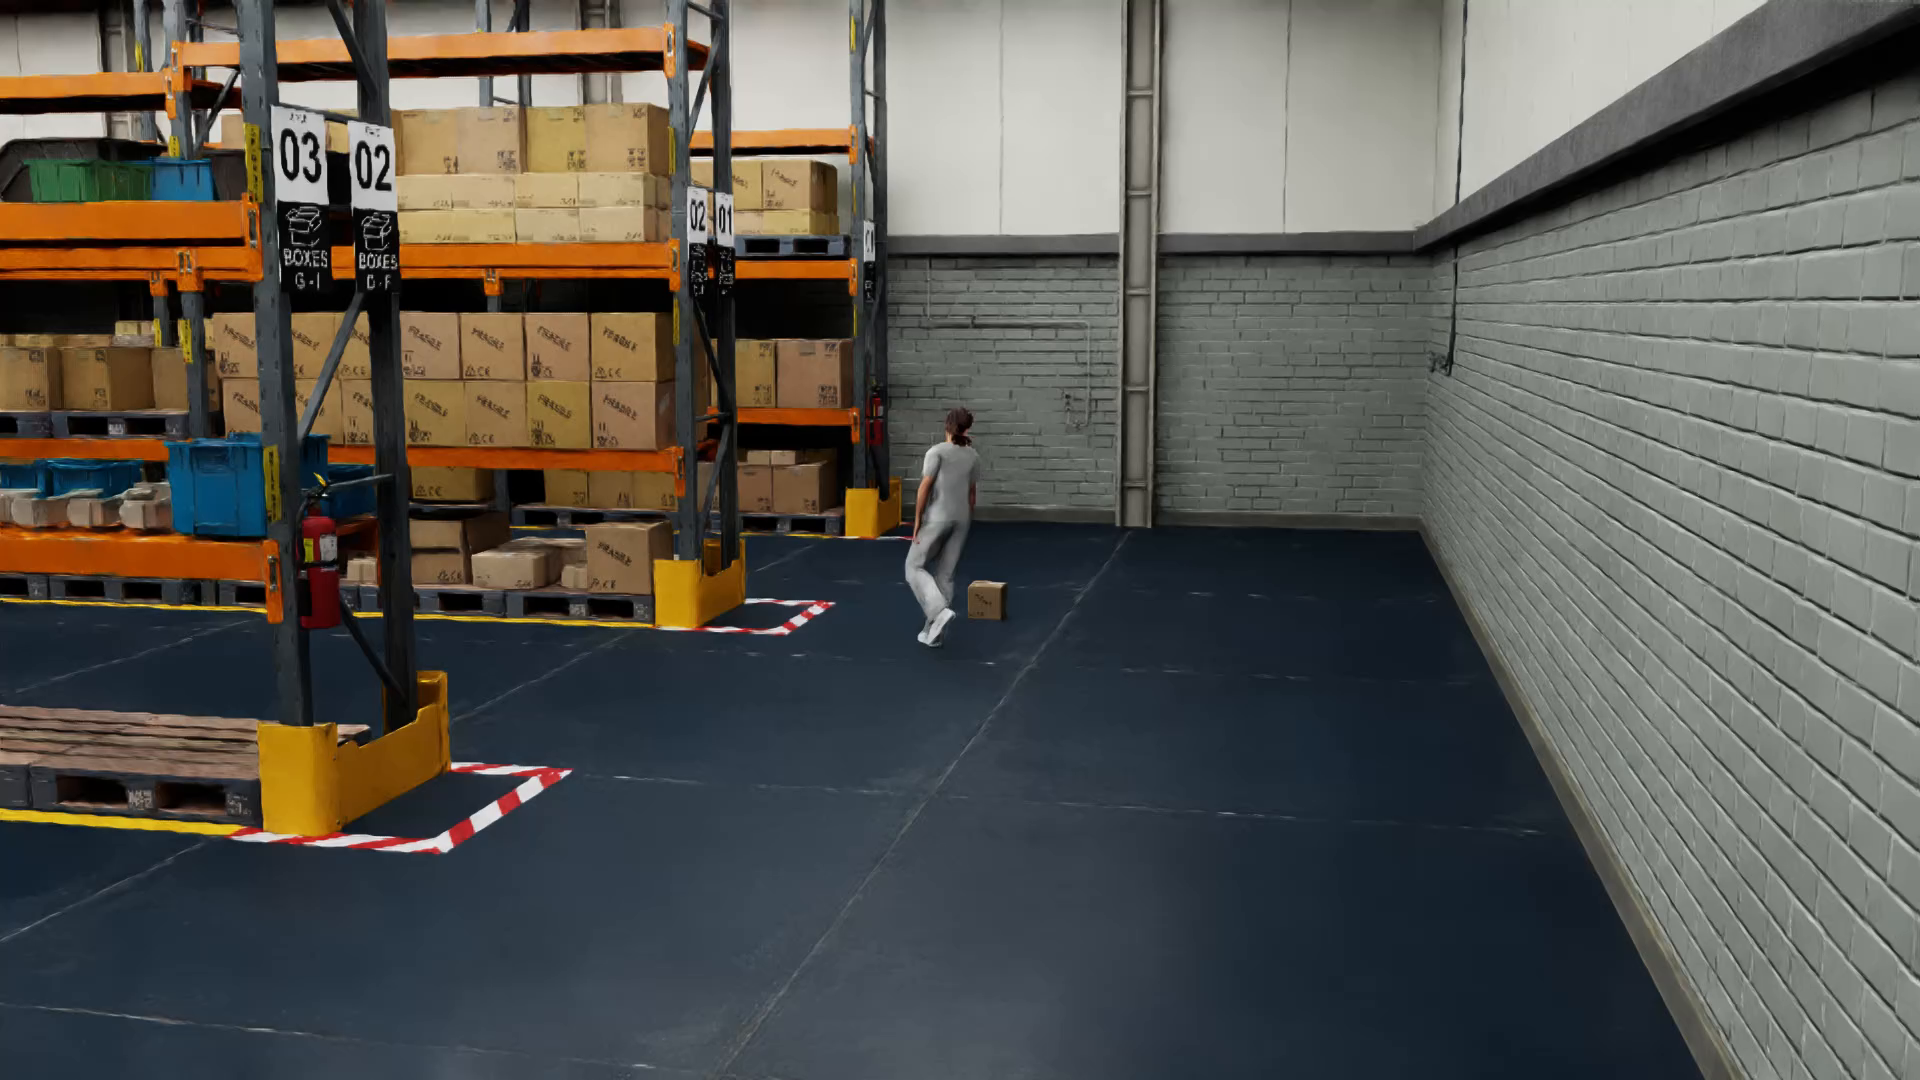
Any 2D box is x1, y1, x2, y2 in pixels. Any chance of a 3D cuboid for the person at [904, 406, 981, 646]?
[{"bbox_3d":[-0.075,-0.075,11.448,0.510,1.620,0.526,-5,9,-30],"label":"person"}]
